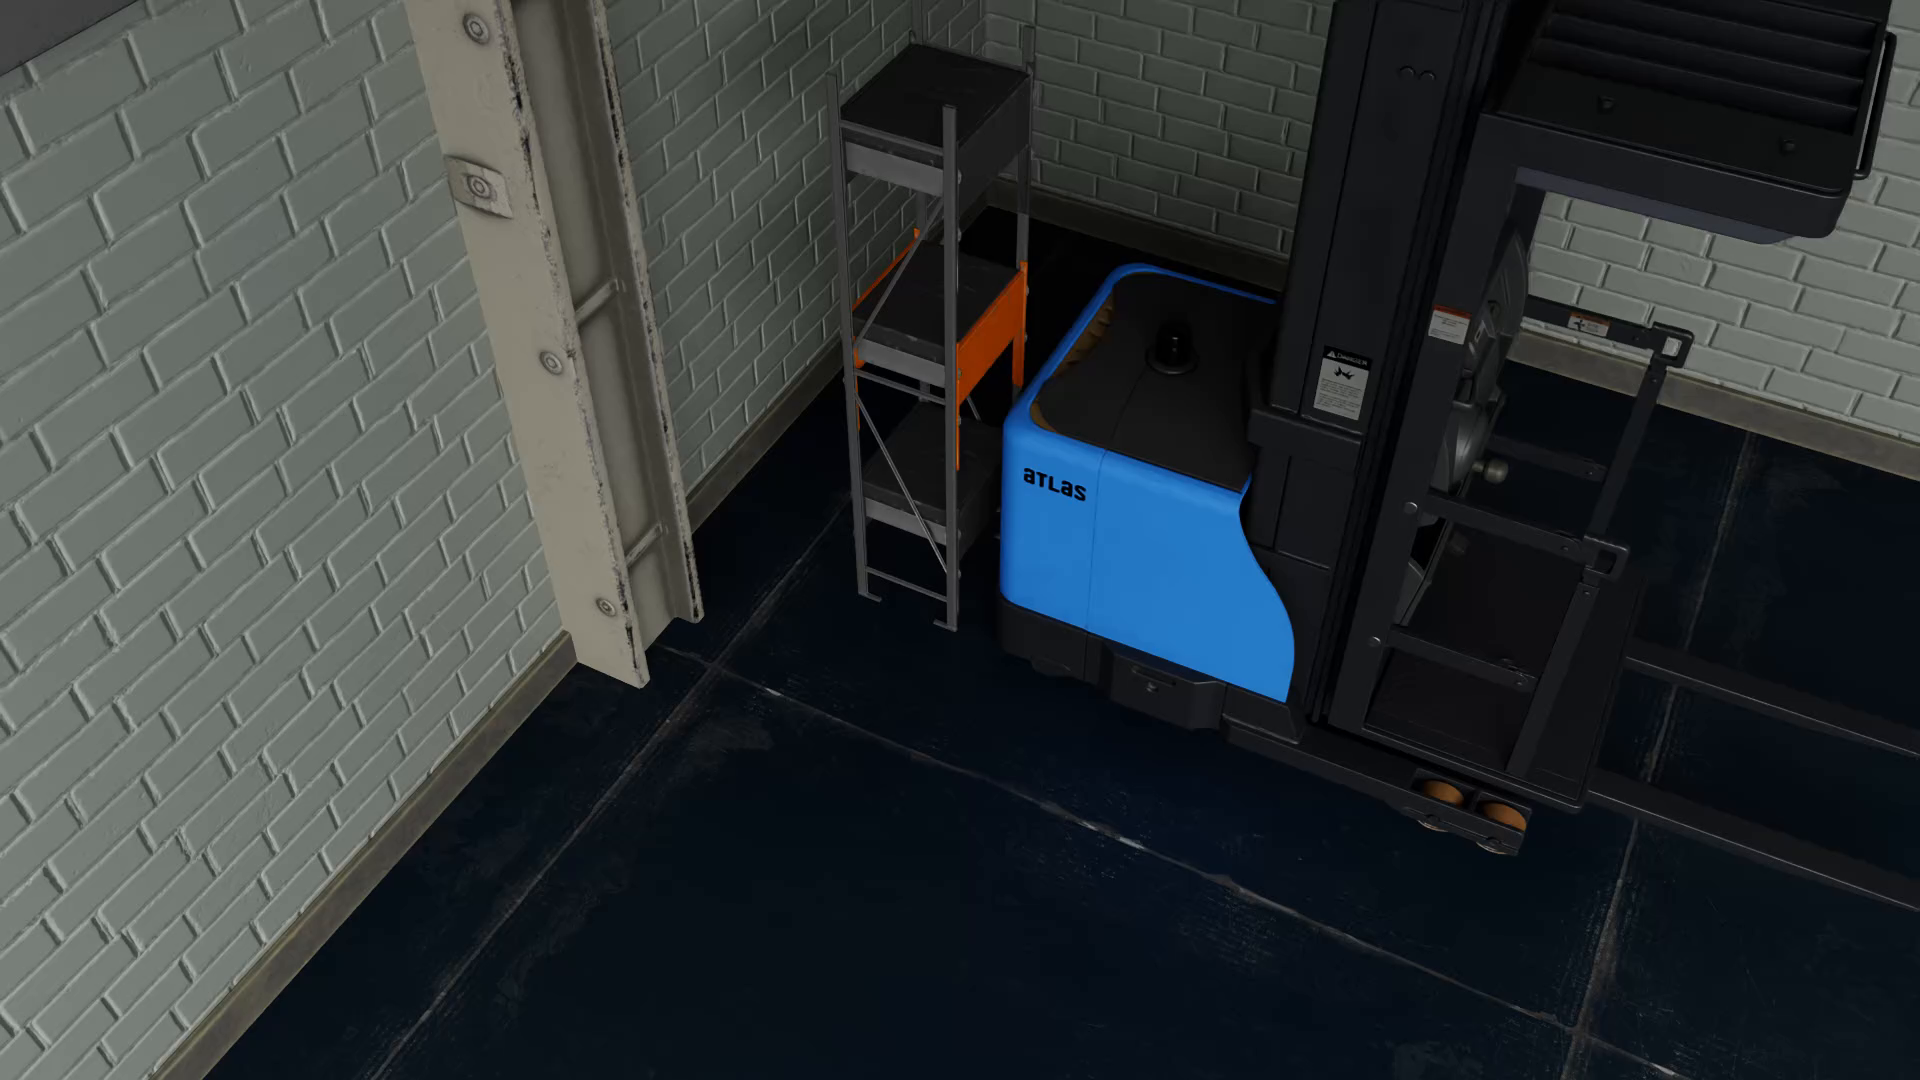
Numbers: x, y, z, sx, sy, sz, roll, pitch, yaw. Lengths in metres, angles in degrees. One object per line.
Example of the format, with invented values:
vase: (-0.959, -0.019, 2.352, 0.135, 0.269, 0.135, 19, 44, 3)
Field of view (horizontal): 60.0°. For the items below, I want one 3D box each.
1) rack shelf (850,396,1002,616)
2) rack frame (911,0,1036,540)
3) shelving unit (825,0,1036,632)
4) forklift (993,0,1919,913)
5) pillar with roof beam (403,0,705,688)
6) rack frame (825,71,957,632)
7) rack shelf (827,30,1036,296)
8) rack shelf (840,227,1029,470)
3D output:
rack shelf: (-0.077, -0.132, 5.908, 0.431, 0.518, 0.480, 20, 49, 19)
rack frame: (0.036, -0.788, 5.552, 0.400, 2.100, 0.015, 20, 49, 19)
shelving unit: (-0.077, -0.634, 5.400, 0.431, 2.100, 0.503, 20, 49, 19)
forklift: (1.670, -0.473, 4.657, 3.031, 2.935, 1.130, 20, 49, 18)
pillar with roof beam: (2.669, -1.403, 1.310, 9.100, 9.000, 0.400, 20, 49, 19)
rack frame: (-0.190, -0.480, 5.248, 0.400, 2.100, 0.015, 20, 49, 19)
rack shelf: (-0.077, -1.116, 4.912, 0.431, 0.518, 0.480, 20, 49, 19)
rack shelf: (-0.077, -0.624, 5.410, 0.431, 0.518, 0.480, 20, 49, 19)
